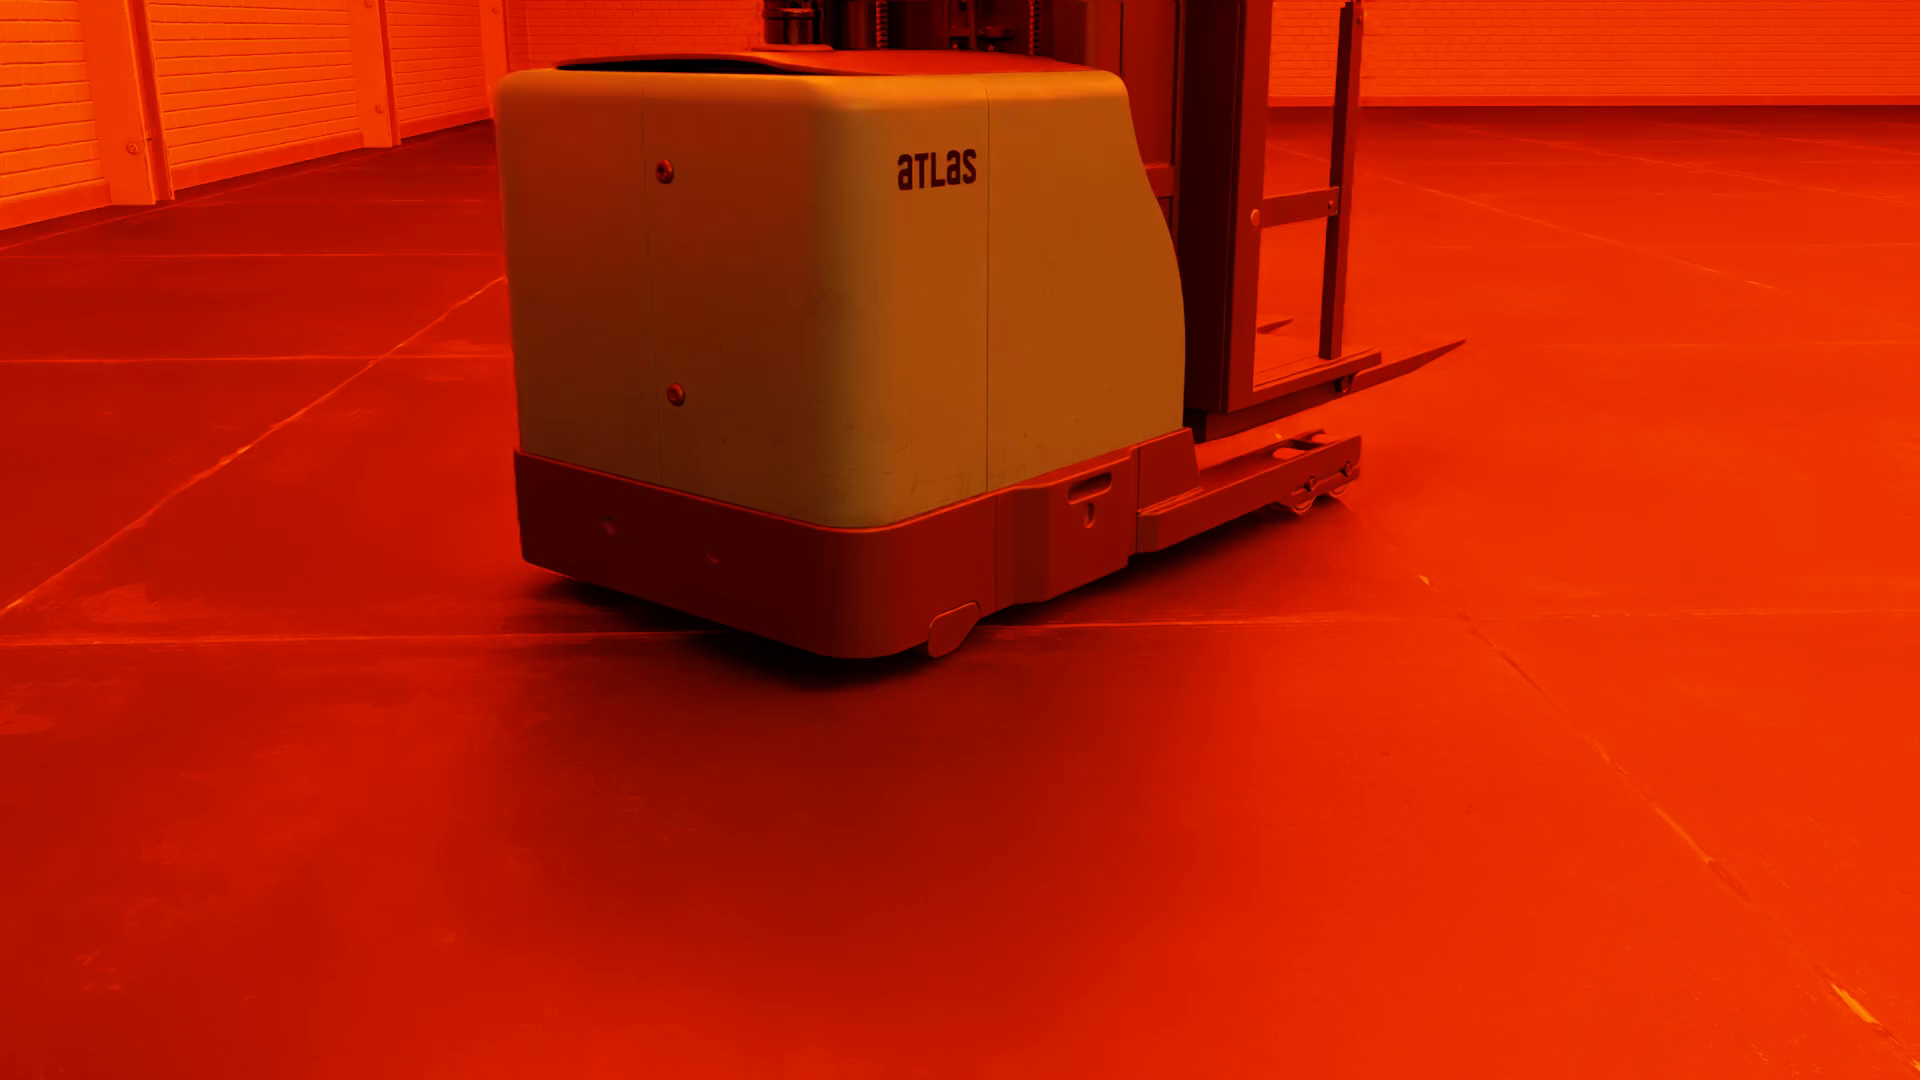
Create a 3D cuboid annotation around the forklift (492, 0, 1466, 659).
[{"bbox_3d":[0.380,-1.546,3.962,1.130,2.935,3.031,13,22,37],"label":"forklift"}]
